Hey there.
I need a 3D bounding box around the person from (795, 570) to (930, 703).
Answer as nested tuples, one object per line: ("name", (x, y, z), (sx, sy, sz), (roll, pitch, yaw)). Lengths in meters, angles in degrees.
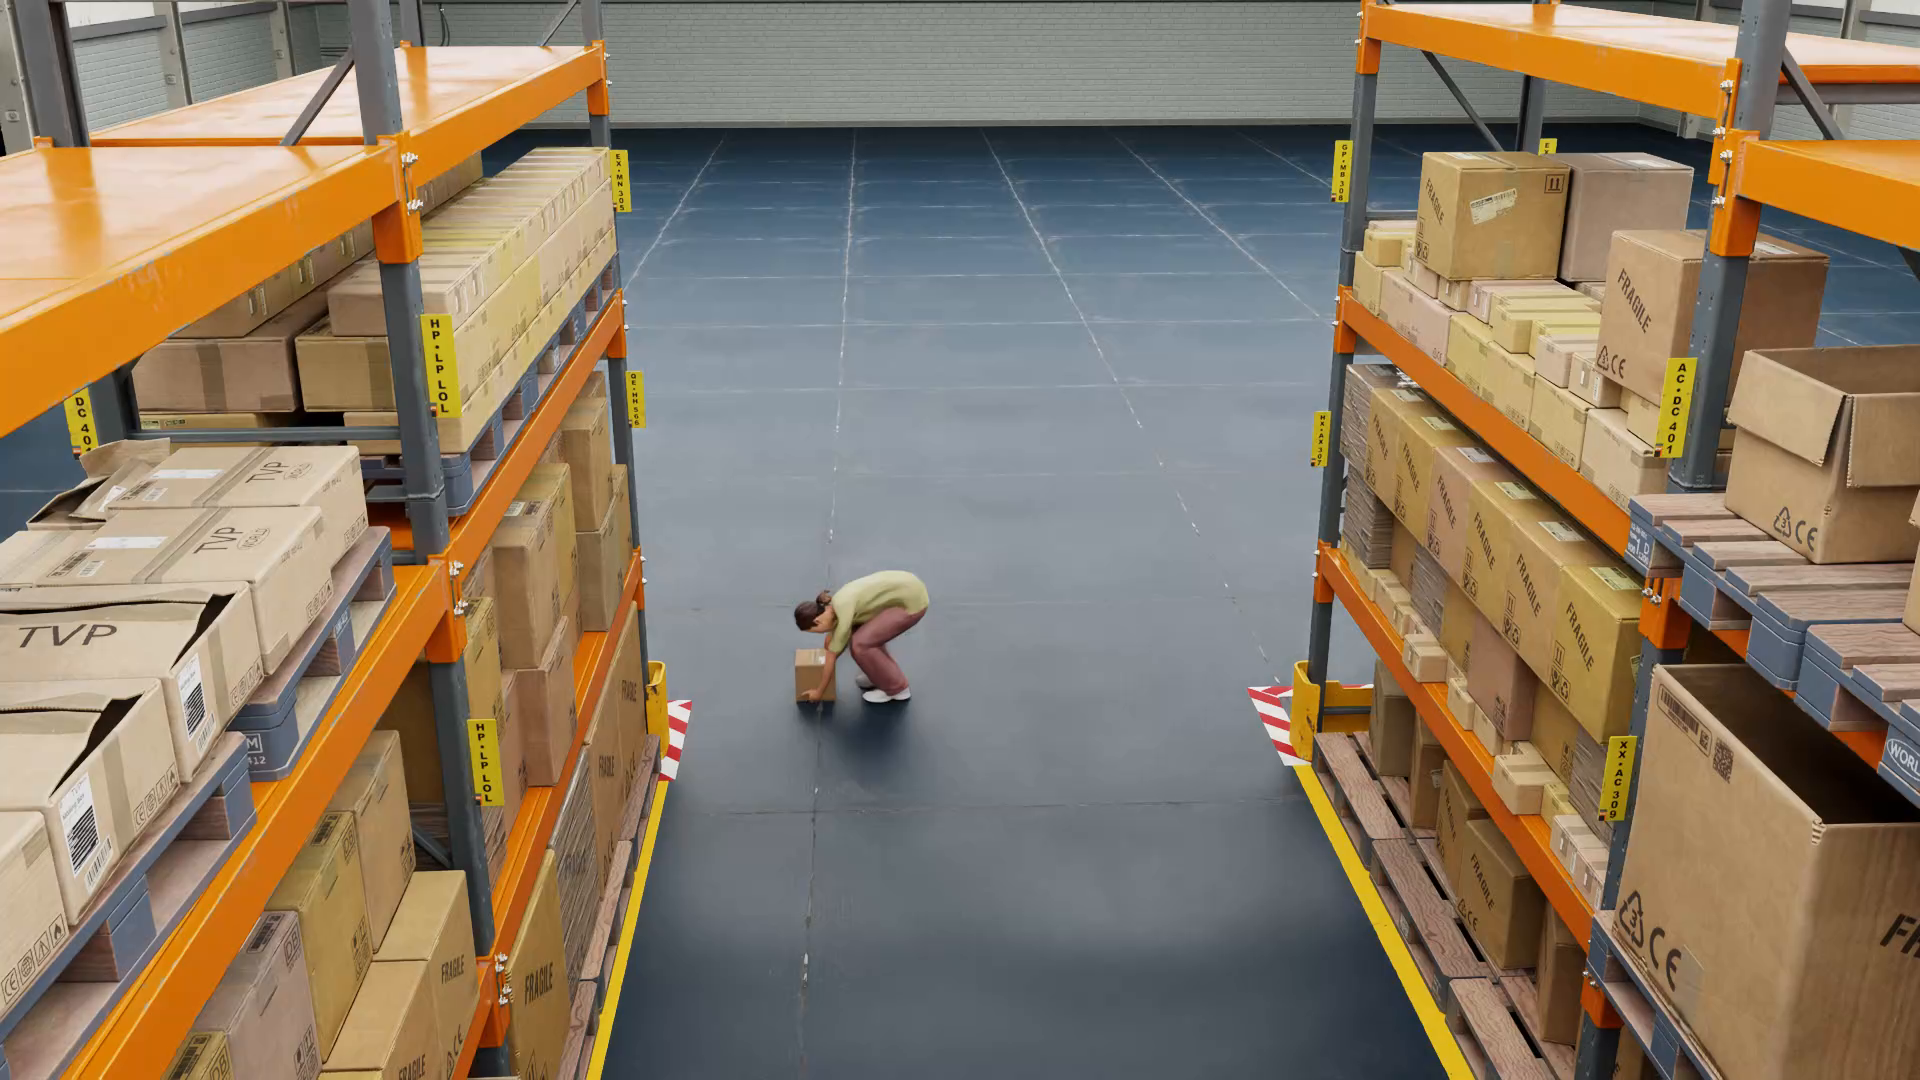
("person", (-0.625, 0.621, 10.667), (0.857, 0.827, 0.470), (-2, 21, -5))
